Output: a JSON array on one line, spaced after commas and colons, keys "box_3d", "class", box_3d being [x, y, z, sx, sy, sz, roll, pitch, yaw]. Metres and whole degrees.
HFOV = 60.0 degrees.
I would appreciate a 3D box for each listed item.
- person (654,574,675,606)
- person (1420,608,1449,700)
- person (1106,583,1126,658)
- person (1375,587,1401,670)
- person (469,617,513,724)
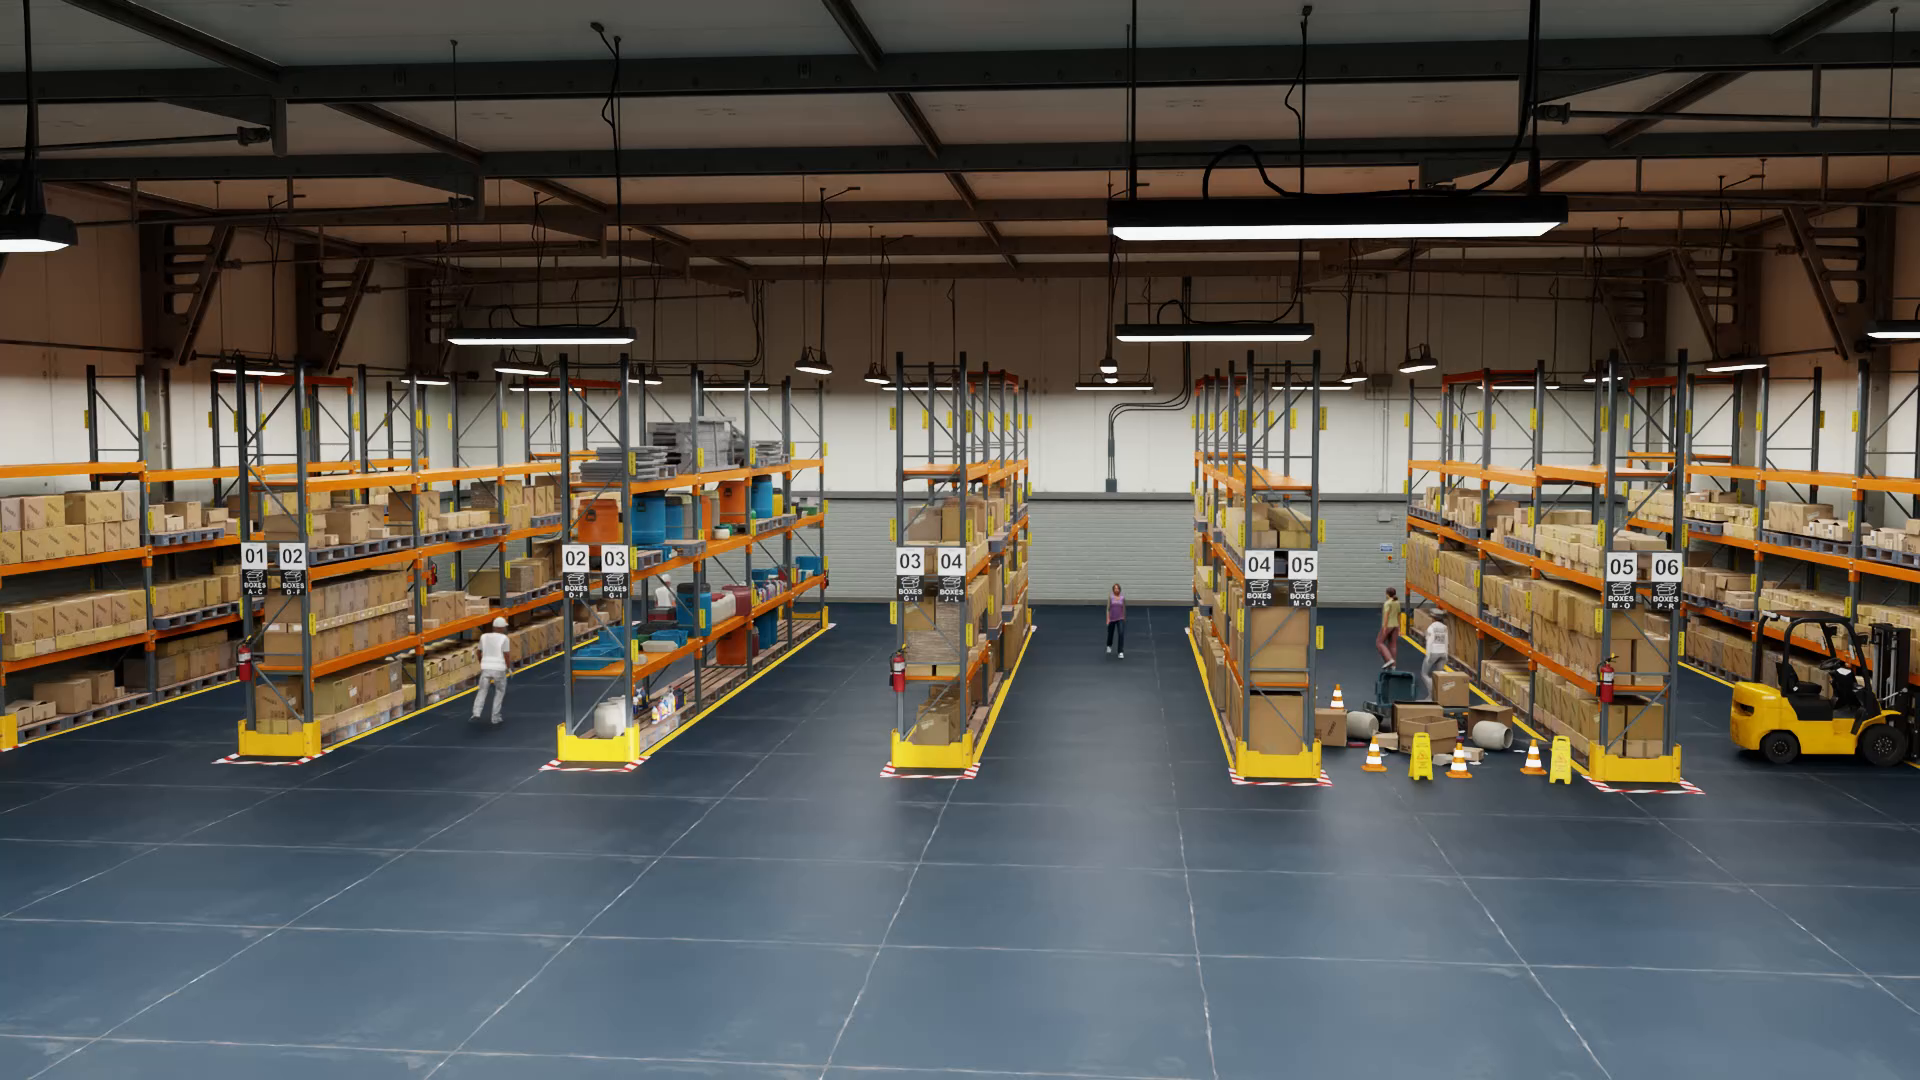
[{"box_3d": [-6.231, 1.617, 35.176, 0.592, 1.789, 0.520, 3, 5, 32], "class": "person"}, {"box_3d": [8.479, 2.069, 29.622, 0.517, 1.693, 0.370, -2, 5, -27], "class": "person"}, {"box_3d": [3.323, 1.694, 35.373, 0.435, 1.552, 0.888, 0, 4, -3], "class": "person"}, {"box_3d": [8.691, 1.787, 33.523, 0.496, 1.670, 0.465, -2, 5, -31], "class": "person"}, {"box_3d": [-7.745, 2.172, 27.506, 0.630, 1.760, 0.722, 1, 4, 7], "class": "person"}]
